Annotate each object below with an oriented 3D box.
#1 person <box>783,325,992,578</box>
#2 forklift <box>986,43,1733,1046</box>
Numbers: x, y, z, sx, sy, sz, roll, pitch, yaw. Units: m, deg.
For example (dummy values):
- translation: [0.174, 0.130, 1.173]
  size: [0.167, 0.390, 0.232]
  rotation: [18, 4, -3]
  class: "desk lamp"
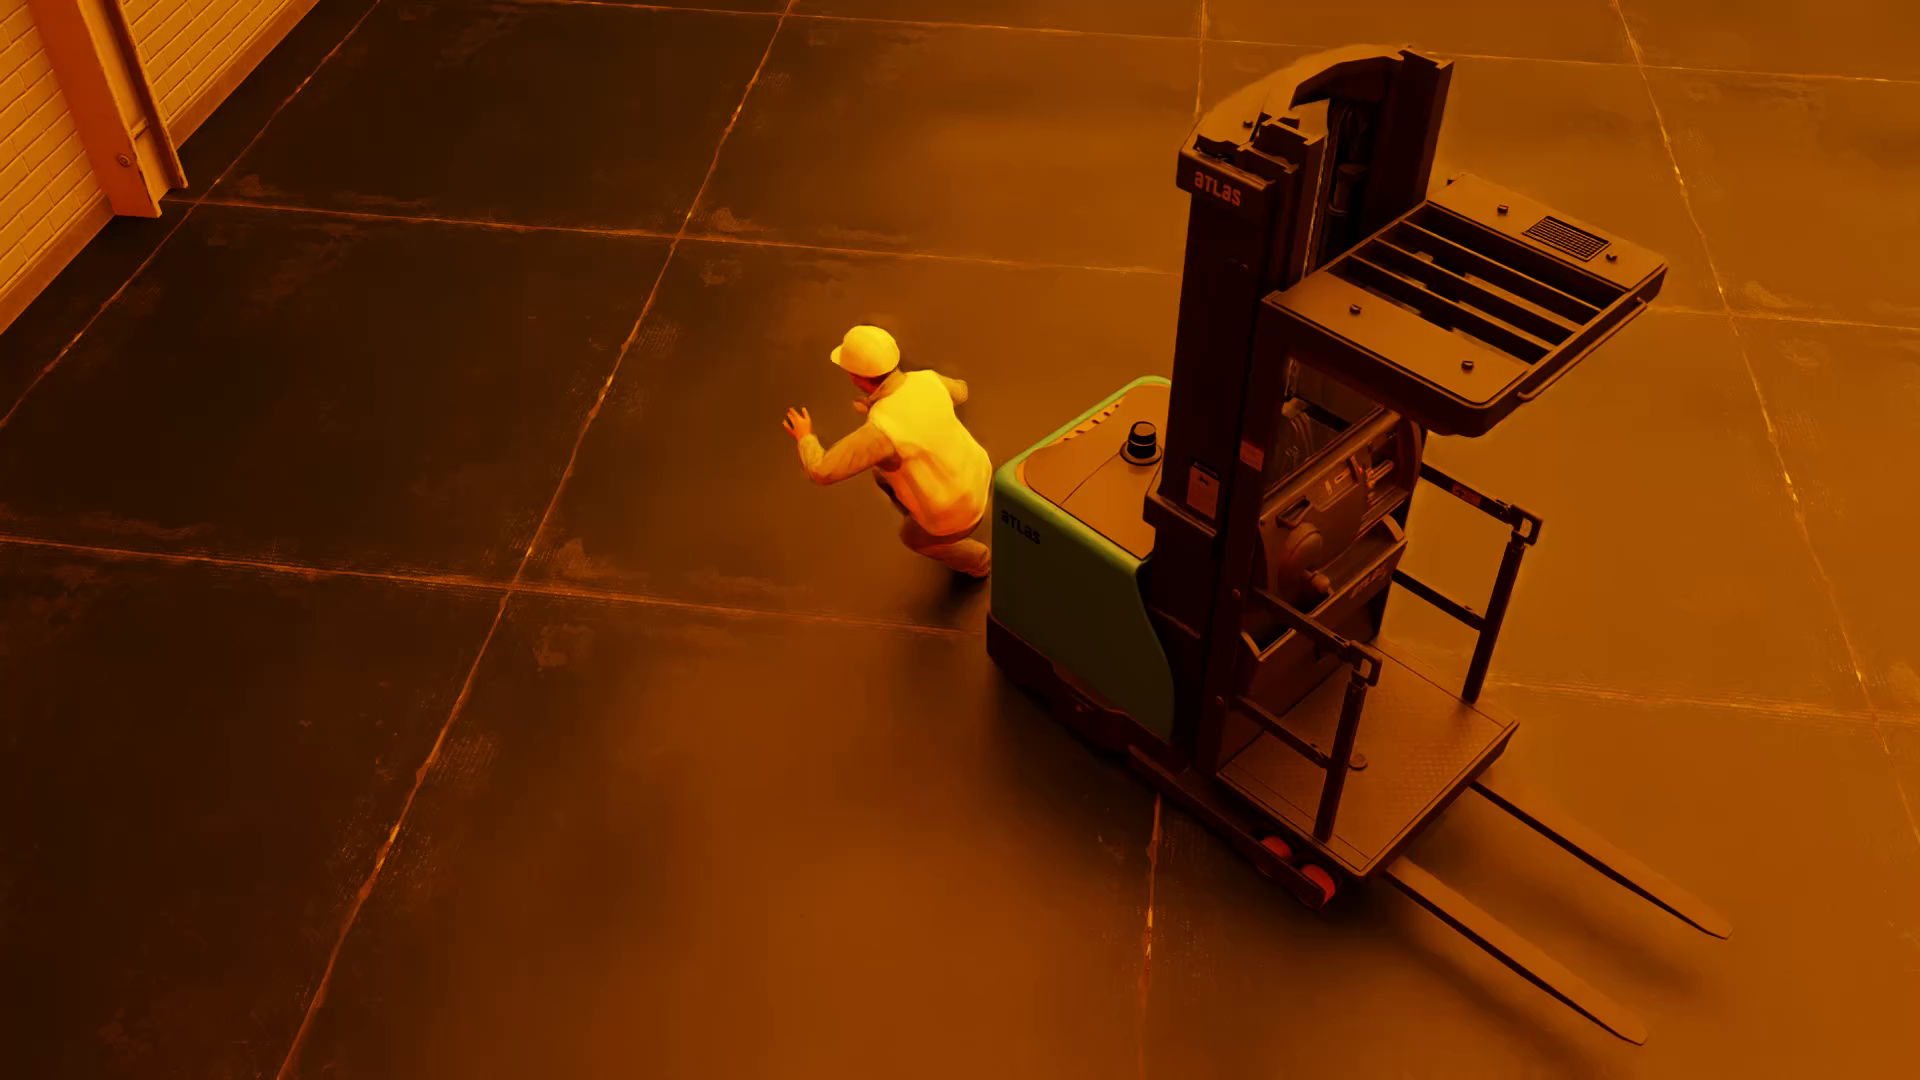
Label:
- translation: [-0.266, -0.318, 7.120]
  size: [0.883, 1.545, 0.948]
  rotation: [13, 44, 13]
  class: "person"
- translation: [1.506, -0.076, 5.807]
  size: [1.130, 2.935, 3.031]
  rotation: [-34, 52, -31]
  class: "forklift"
